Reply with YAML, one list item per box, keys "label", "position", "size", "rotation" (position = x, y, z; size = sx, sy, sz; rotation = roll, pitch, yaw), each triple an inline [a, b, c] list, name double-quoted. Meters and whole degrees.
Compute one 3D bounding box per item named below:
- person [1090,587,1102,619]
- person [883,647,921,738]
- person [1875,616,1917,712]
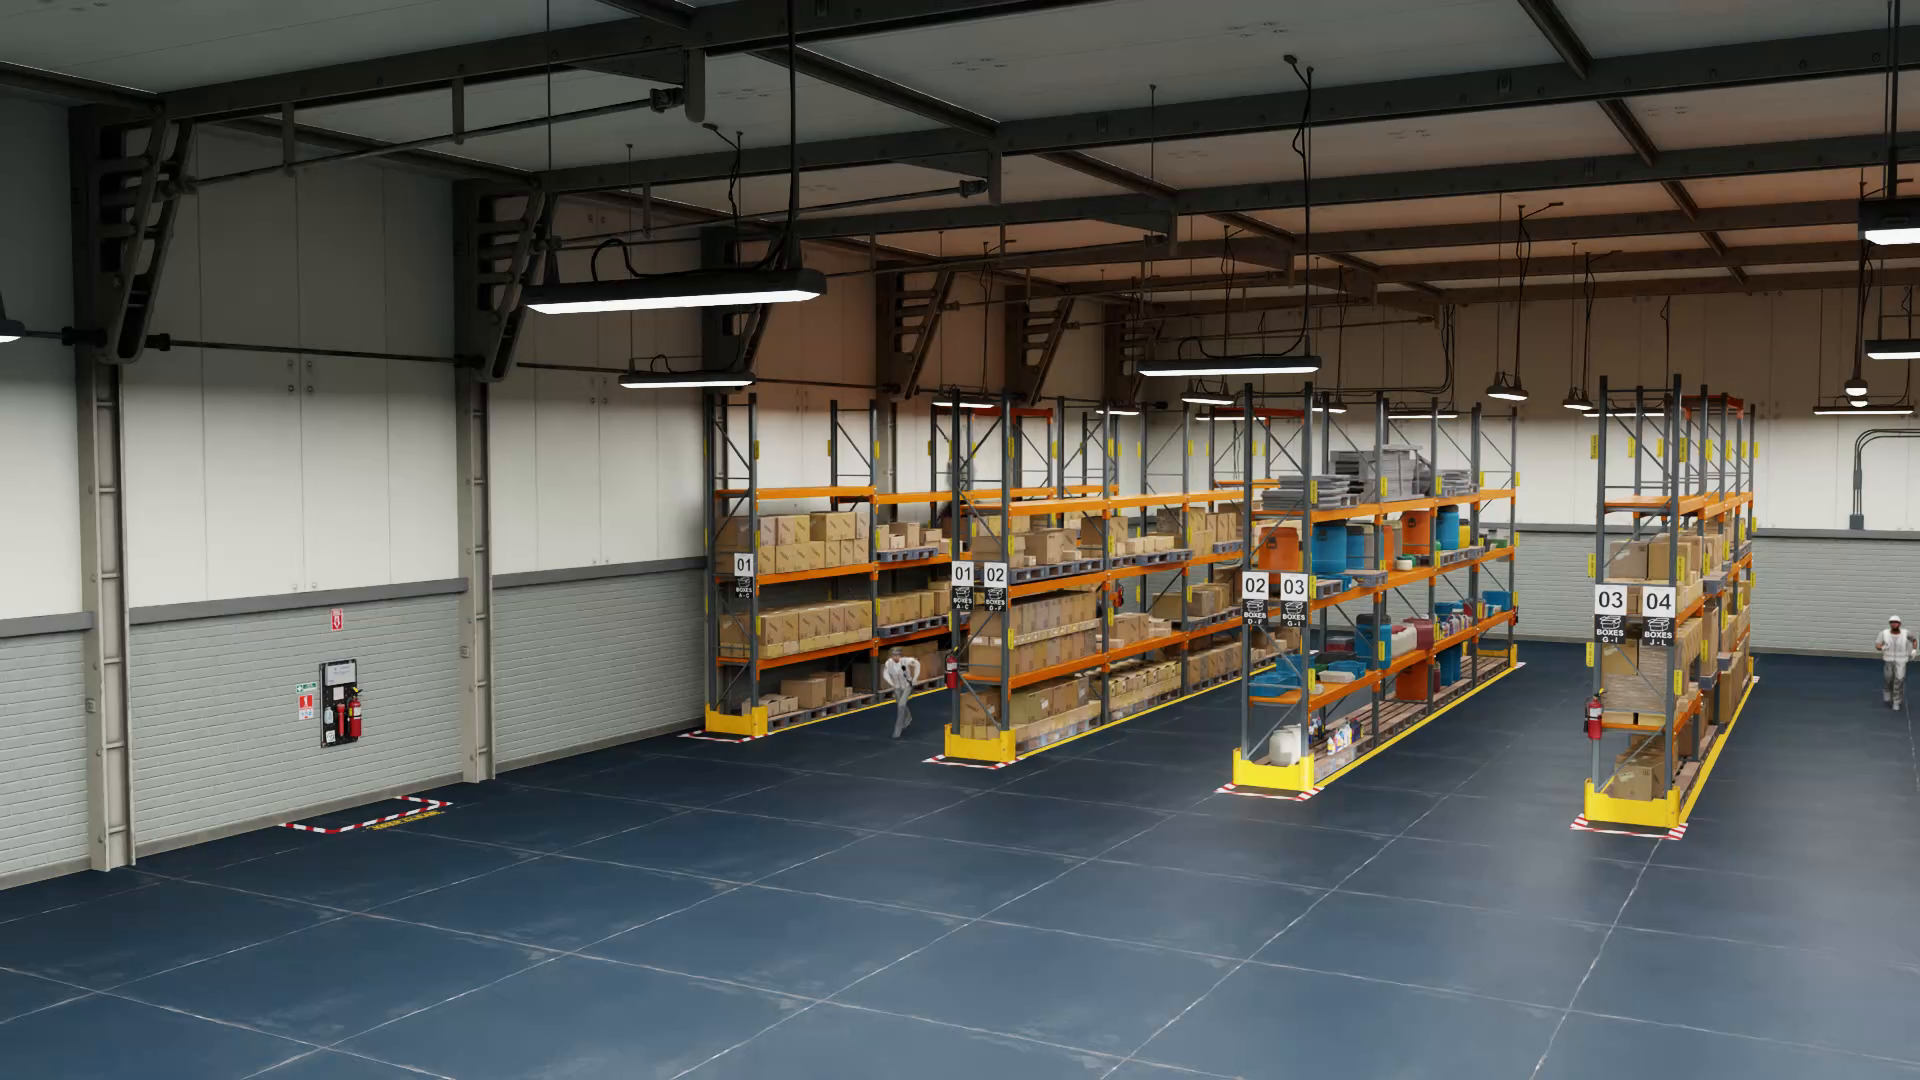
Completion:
- label: "person"
  position: [3.076, 1.902, 38.369]
  size: [0.661, 1.634, 0.594]
  rotation: [1, 3, 26]
- label: "person"
  position: [-0.996, 2.652, 29.321]
  size: [0.658, 1.625, 0.967]
  rotation: [1, 3, 14]
- label: "person"
  position: [18.139, 2.364, 32.244]
  size: [0.695, 1.806, 0.992]
  rotation: [2, 4, 33]
